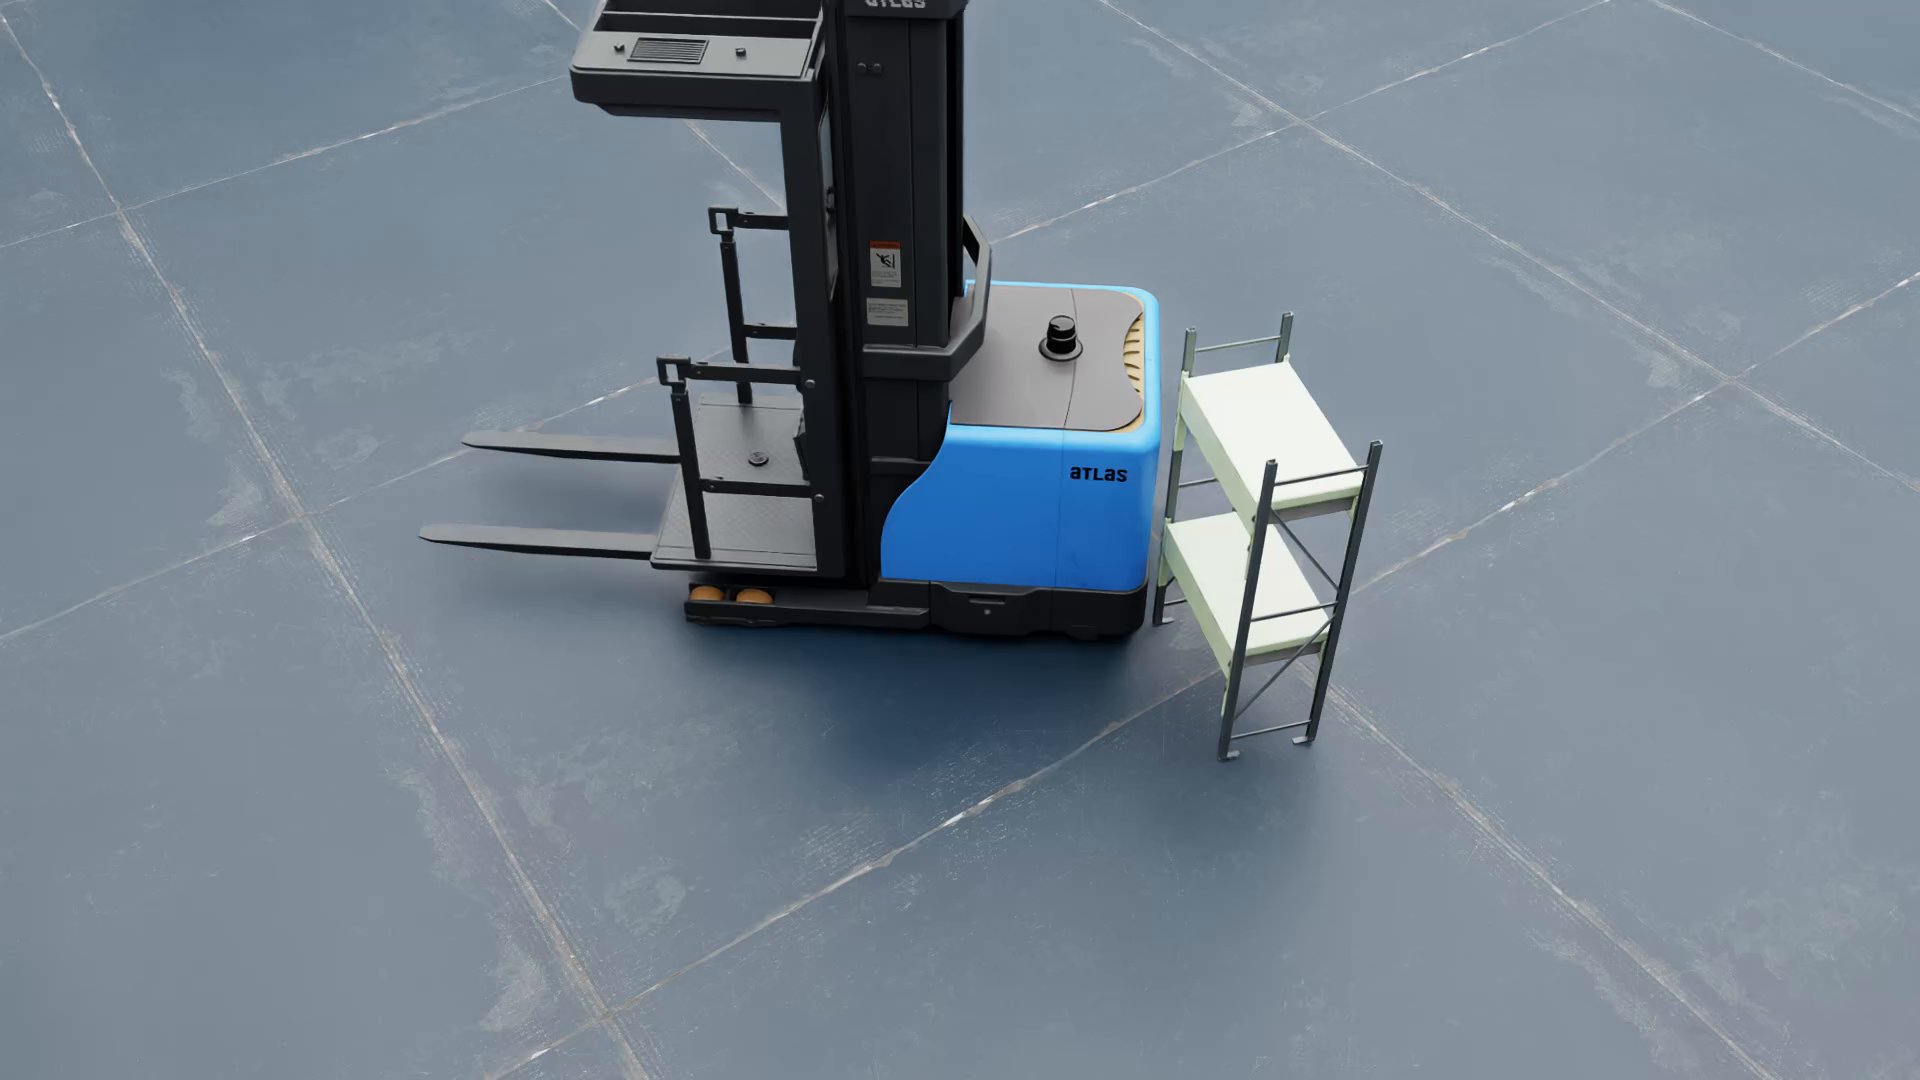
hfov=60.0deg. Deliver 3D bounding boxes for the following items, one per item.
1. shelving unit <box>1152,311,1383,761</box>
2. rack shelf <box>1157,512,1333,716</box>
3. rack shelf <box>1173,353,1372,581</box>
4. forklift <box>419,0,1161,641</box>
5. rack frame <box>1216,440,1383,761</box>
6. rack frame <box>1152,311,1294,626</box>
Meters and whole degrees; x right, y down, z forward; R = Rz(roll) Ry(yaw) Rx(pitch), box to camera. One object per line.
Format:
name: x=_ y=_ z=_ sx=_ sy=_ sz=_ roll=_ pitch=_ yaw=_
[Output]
shelving unit: x=1.085 y=0.014 z=6.141 sx=0.431 sy=1.500 sz=0.755 roll=-10 pitch=45 yaw=-11
rack shelf: x=1.085 y=0.249 z=6.366 sx=0.431 sy=0.370 sz=0.720 roll=-10 pitch=45 yaw=-11
rack shelf: x=1.085 y=-0.269 z=5.871 sx=0.431 sy=0.370 sz=0.720 roll=-10 pitch=45 yaw=-11
forklift: x=-0.724 y=-1.060 z=6.229 sx=3.031 sy=2.935 sz=1.130 roll=3 pitch=44 yaw=3
rack frame: x=1.178 y=0.258 z=5.885 sx=0.400 sy=1.500 sz=0.023 roll=-10 pitch=45 yaw=-11
rack frame: x=0.991 y=-0.231 z=6.397 sx=0.400 sy=1.500 sz=0.023 roll=-10 pitch=45 yaw=-11
